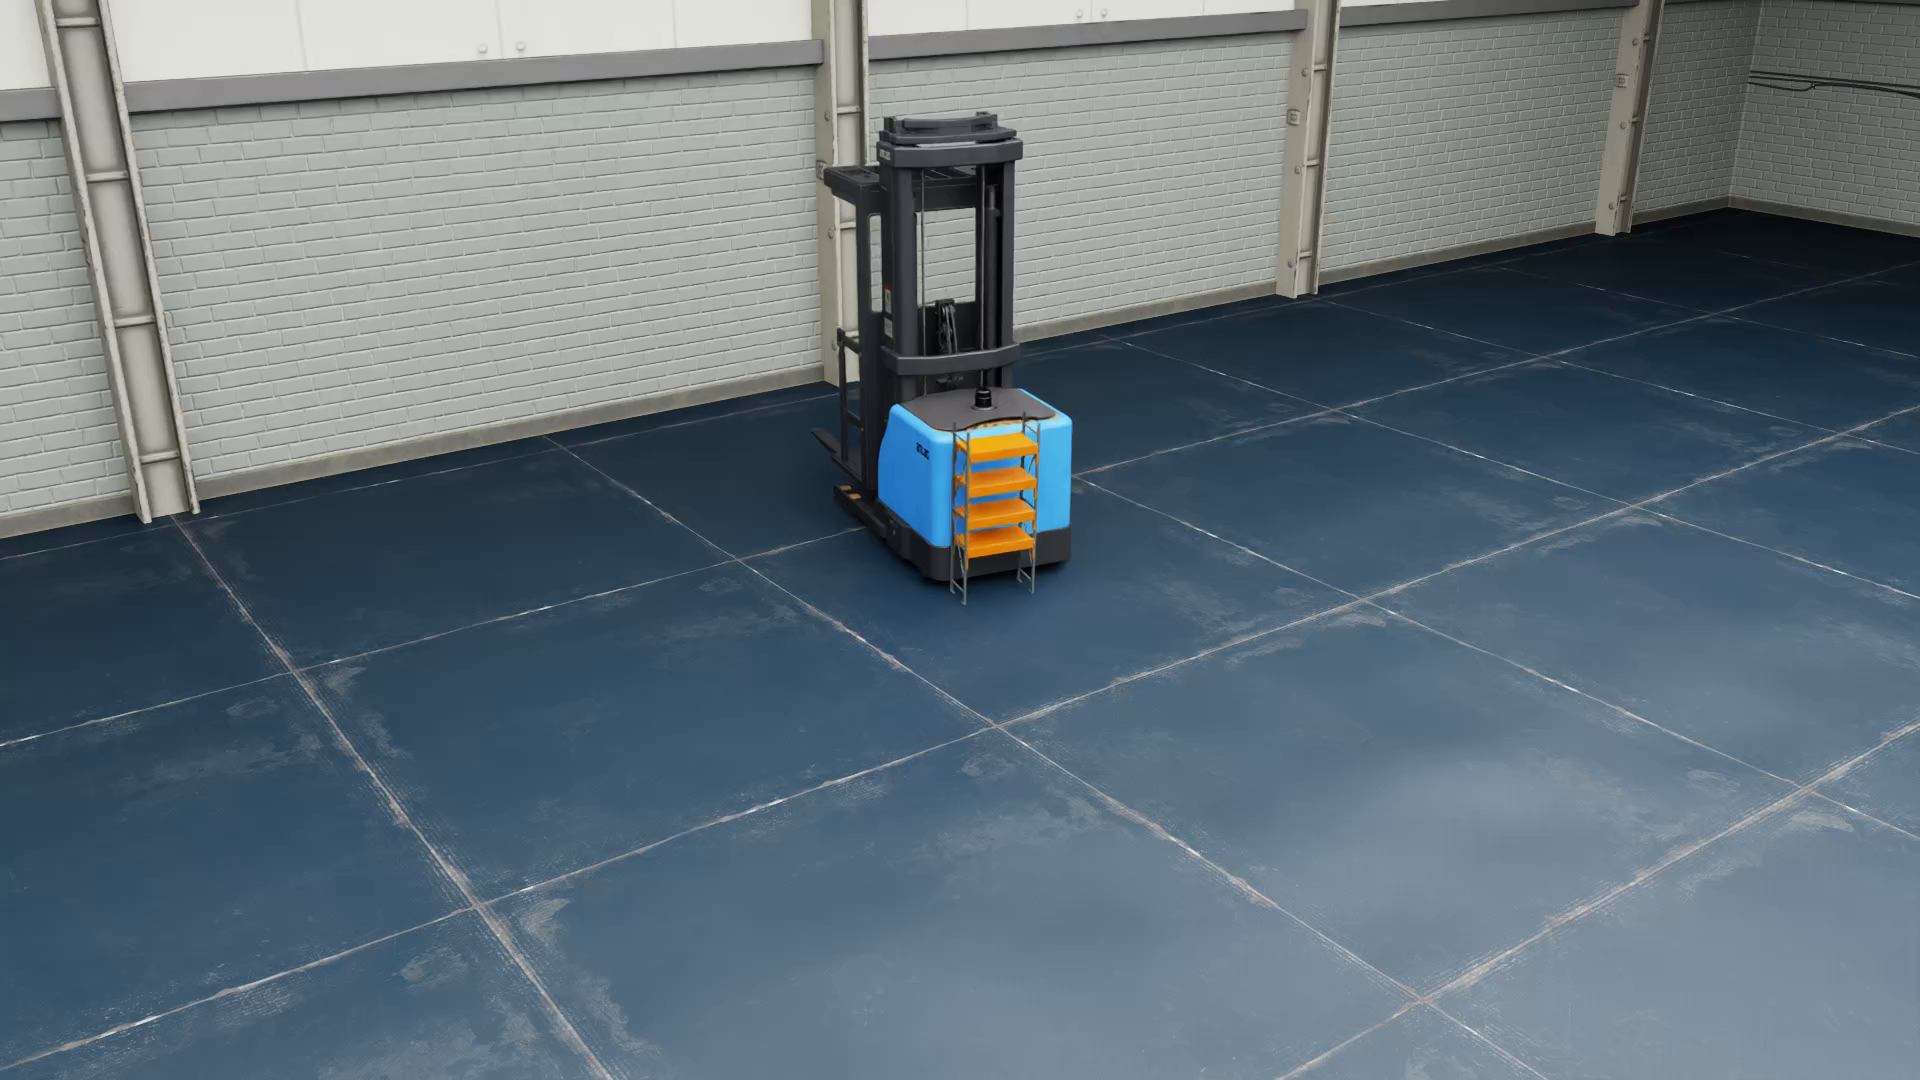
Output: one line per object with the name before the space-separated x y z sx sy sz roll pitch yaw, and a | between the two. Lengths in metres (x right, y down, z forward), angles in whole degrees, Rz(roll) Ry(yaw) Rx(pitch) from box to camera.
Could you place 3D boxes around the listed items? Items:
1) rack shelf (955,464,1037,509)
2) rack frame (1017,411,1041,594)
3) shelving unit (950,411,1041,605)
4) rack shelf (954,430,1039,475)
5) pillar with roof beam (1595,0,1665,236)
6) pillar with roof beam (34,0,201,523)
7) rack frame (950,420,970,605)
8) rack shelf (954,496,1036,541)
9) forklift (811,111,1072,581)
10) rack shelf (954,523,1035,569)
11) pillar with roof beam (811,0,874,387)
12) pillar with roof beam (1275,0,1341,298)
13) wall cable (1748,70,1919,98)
rack shelf | 0.225 -0.345 10.703 0.480 0.148 0.258 -9 26 -21
rack frame | 0.446 -0.238 10.857 0.015 1.200 0.240 -9 26 -21
shelving unit | 0.222 -0.203 10.768 0.503 1.200 0.258 -9 26 -21
rack shelf | 0.230 -0.560 10.605 0.480 0.148 0.258 -9 26 -21
pillar with roof beam | 11.207 -6.991 17.273 0.400 9.000 9.100 -15 26 -33
pillar with roof beam | -3.405 -3.094 7.509 0.400 9.000 9.100 -15 26 -33
rack frame | -0.002 -0.167 10.679 0.015 1.200 0.240 -9 26 -21
rack shelf | 0.221 -0.141 10.796 0.480 0.148 0.258 -9 26 -21
forklift | -0.298 -1.601 11.954 1.130 2.935 3.031 -9 24 -22
rack shelf | 0.217 0.039 10.878 0.480 0.148 0.258 -9 26 -21
pillar with roof beam | 1.466 -4.393 10.764 0.400 9.000 9.100 -15 26 -33
pillar with roof beam | 6.336 -5.692 14.018 0.400 9.000 9.100 -15 26 -33
wall cable | 11.856 -7.083 21.695 0.112 2.526 3.097 -15 26 -33
